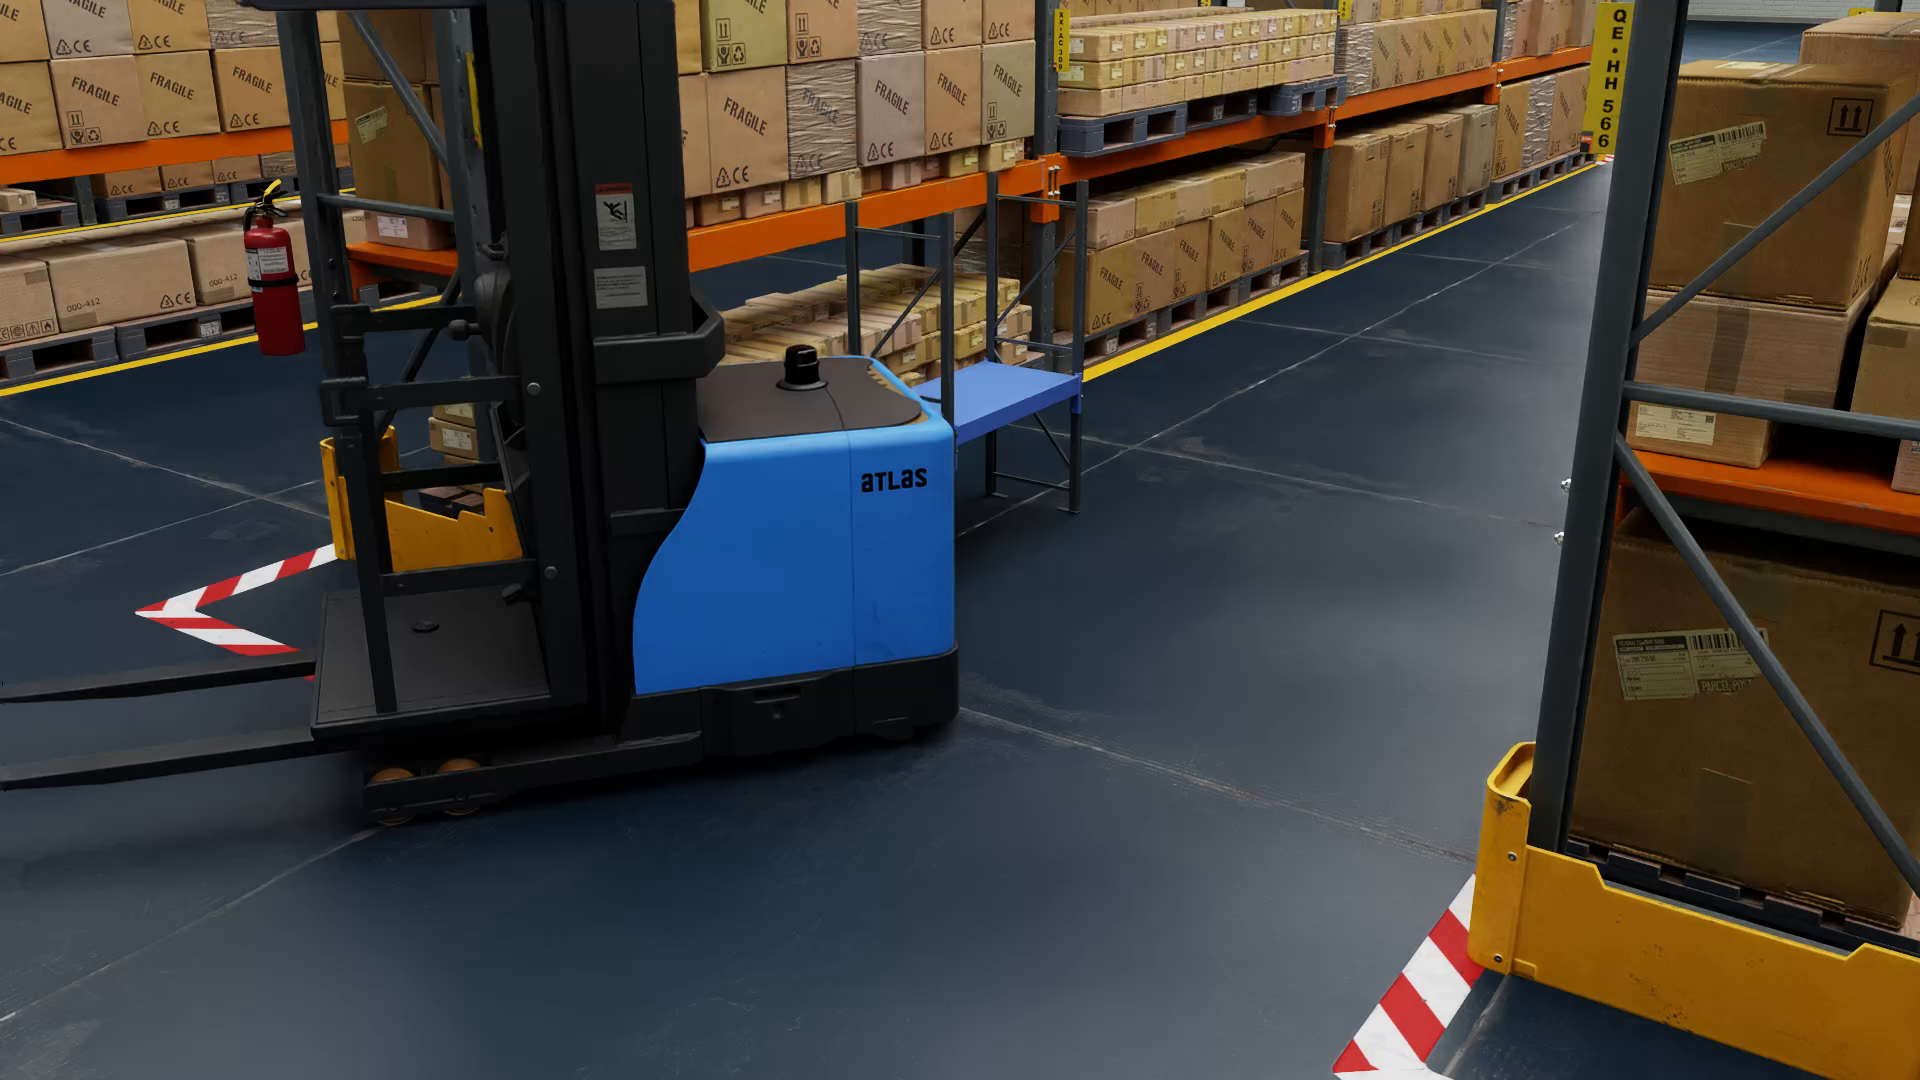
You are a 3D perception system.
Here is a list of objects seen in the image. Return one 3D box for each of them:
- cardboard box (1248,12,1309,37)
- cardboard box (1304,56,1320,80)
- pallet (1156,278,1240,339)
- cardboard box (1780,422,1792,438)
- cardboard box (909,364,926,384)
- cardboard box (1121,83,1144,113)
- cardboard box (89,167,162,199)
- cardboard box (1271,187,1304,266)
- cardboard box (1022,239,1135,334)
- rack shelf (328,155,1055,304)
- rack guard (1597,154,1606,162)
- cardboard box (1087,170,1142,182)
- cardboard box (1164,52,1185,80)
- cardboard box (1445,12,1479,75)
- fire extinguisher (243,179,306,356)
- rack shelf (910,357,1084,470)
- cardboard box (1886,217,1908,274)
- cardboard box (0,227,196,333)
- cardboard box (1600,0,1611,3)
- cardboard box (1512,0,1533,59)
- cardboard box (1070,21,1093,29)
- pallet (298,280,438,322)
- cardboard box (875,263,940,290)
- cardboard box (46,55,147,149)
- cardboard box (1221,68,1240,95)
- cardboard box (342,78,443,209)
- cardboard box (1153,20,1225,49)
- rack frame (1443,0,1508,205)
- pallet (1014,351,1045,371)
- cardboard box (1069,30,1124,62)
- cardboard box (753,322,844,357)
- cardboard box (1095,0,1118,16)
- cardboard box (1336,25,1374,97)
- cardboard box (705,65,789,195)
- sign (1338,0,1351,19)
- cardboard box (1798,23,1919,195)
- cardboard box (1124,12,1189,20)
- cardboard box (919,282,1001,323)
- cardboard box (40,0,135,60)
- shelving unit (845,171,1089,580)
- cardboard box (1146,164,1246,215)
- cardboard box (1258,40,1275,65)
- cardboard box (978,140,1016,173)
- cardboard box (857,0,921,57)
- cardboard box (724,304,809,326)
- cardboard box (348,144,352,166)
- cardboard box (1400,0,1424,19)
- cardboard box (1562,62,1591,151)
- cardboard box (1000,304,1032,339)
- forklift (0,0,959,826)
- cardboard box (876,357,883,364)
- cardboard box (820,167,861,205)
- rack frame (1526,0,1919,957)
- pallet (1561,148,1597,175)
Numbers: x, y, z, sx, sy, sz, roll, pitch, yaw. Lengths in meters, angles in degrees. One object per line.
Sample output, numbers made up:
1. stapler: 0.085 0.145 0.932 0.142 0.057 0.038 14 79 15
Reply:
1. cardboard box: 2.157 -3.533 11.391 0.380 0.149 0.250 14 25 33
2. cardboard box: 2.305 -3.328 11.696 0.380 0.149 0.250 13 24 32
3. pallet: 1.216 -1.671 11.478 1.003 0.211 1.213 13 24 32
4. cardboard box: 1.964 -0.383 4.339 0.380 0.149 0.250 14 24 32
5. cardboard box: -0.403 -0.886 8.840 0.380 0.149 0.250 13 24 31
6. cardboard box: 0.847 -2.587 9.691 0.380 0.149 0.250 14 24 33
7. cardboard box: -7.705 -3.426 15.202 0.500 0.500 0.500 15 25 34
8. cardboard box: 2.189 -2.336 12.254 0.500 0.500 0.500 13 24 32
9. cardboard box: 0.729 -1.588 10.233 0.500 0.500 0.500 14 25 34
10. rack shelf: -1.030 -1.492 8.013 1.077 0.370 4.000 13 24 32
11. rack guard: 6.854 -4.681 19.200 1.175 0.500 0.348 13 24 32
12. cardboard box: 0.890 -2.342 11.190 0.500 0.250 0.500 12 23 29
13. cardboard box: 1.131 -2.869 10.026 0.380 0.149 0.250 12 24 30
14. cardboard box: 4.235 -4.399 14.690 0.500 0.500 0.500 13 24 31
15. fire extinguisher: -2.677 -1.062 6.462 0.296 0.674 0.183 13 24 32
16. rack shelf: 0.048 -0.559 7.133 0.538 0.185 1.000 13 24 32
17. cardboard box: 2.516 -0.811 4.921 0.500 0.250 0.500 12 24 30
18. cardboard box: -5.509 -1.661 10.518 0.875 0.438 0.875 14 25 33
19. cardboard box: 6.669 -5.802 18.409 0.875 0.550 0.550 13 24 32
20. cardboard box: 5.080 -5.040 16.350 0.875 0.550 0.550 13 24 32
21. cardboard box: 0.603 -3.141 10.333 0.380 0.149 0.250 13 24 32
22. pallet: -4.548 -1.829 11.906 1.003 0.211 1.213 13 24 32
23. cardboard box: -0.270 -1.484 9.600 0.380 0.149 0.250 14 25 34
24. cardboard box: -5.235 -2.614 9.864 0.500 0.500 0.500 13 24 32
25. cardboard box: 1.570 -2.953 10.682 0.380 0.149 0.250 12 23 29
26. cardboard box: -2.114 -1.621 6.752 0.500 0.500 0.500 14 24 33
27. cardboard box: 1.422 -3.156 10.373 0.380 0.149 0.250 14 25 34
28. rack frame: 4.592 -4.699 15.645 1.000 3.000 0.127 13 24 32
29. pallet: -0.254 -0.896 9.383 1.003 0.211 1.213 13 24 32
30. cardboard box: 0.696 -2.785 9.370 0.380 0.149 0.250 15 25 35
31. cardboard box: -0.793 -0.951 8.159 0.380 0.149 0.250 13 24 32
32. cardboard box: 1.475 -6.184 19.086 0.500 0.500 0.500 13 24 31
33. cardboard box: 2.819 -3.674 12.730 0.500 0.500 0.500 14 24 32
34. cardboard box: -1.108 -1.814 7.272 0.500 0.500 0.500 14 24 33
35. sign: 2.797 -3.954 12.076 0.100 0.325 0.005 13 24 32
36. cardboard box: 3.087 -1.451 5.569 0.500 0.500 0.500 12 24 30
37. cardboard box: 1.333 -3.514 11.339 0.380 0.149 0.250 15 25 34
38. cardboard box: -0.001 -1.309 9.125 0.380 0.149 0.250 14 24 32
39. cardboard box: -5.232 -3.089 9.707 0.500 0.500 0.500 13 24 31
40. shelving unit: 0.048 -0.728 7.071 0.538 1.500 1.048 13 24 32
41. cardboard box: 1.602 -2.390 11.320 0.500 0.250 0.500 14 24 33
42. cardboard box: 1.865 -3.244 11.039 0.380 0.149 0.250 13 24 31
43. cardboard box: 0.073 -2.063 8.880 0.380 0.149 0.250 13 24 30
44. cardboard box: -0.532 -2.578 7.896 0.500 0.500 0.500 14 24 33
45. cardboard box: -0.999 -1.104 8.572 0.380 0.149 0.250 12 24 30
46. cardboard box: -6.265 -4.174 17.224 0.500 0.500 0.500 13 24 31
47. cardboard box: 3.461 -4.634 13.883 0.700 0.500 0.500 13 24 31
48. cardboard box: 6.514 -4.840 18.482 0.875 0.875 0.875 13 24 32
49. cardboard box: 0.180 -1.251 9.397 0.380 0.149 0.250 14 24 33
50. forklift: -1.580 -0.728 5.009 3.031 2.935 1.130 -6 21 -17
51. cardboard box: -0.614 -0.887 8.416 0.380 0.149 0.250 12 23 29
52. cardboard box: -0.692 -1.696 7.887 0.380 0.149 0.250 14 24 33
53. rack frame: 1.891 -0.260 3.643 1.000 3.000 0.127 13 24 32
54. pallet: 6.455 -4.294 18.570 1.003 0.211 1.213 13 24 32
